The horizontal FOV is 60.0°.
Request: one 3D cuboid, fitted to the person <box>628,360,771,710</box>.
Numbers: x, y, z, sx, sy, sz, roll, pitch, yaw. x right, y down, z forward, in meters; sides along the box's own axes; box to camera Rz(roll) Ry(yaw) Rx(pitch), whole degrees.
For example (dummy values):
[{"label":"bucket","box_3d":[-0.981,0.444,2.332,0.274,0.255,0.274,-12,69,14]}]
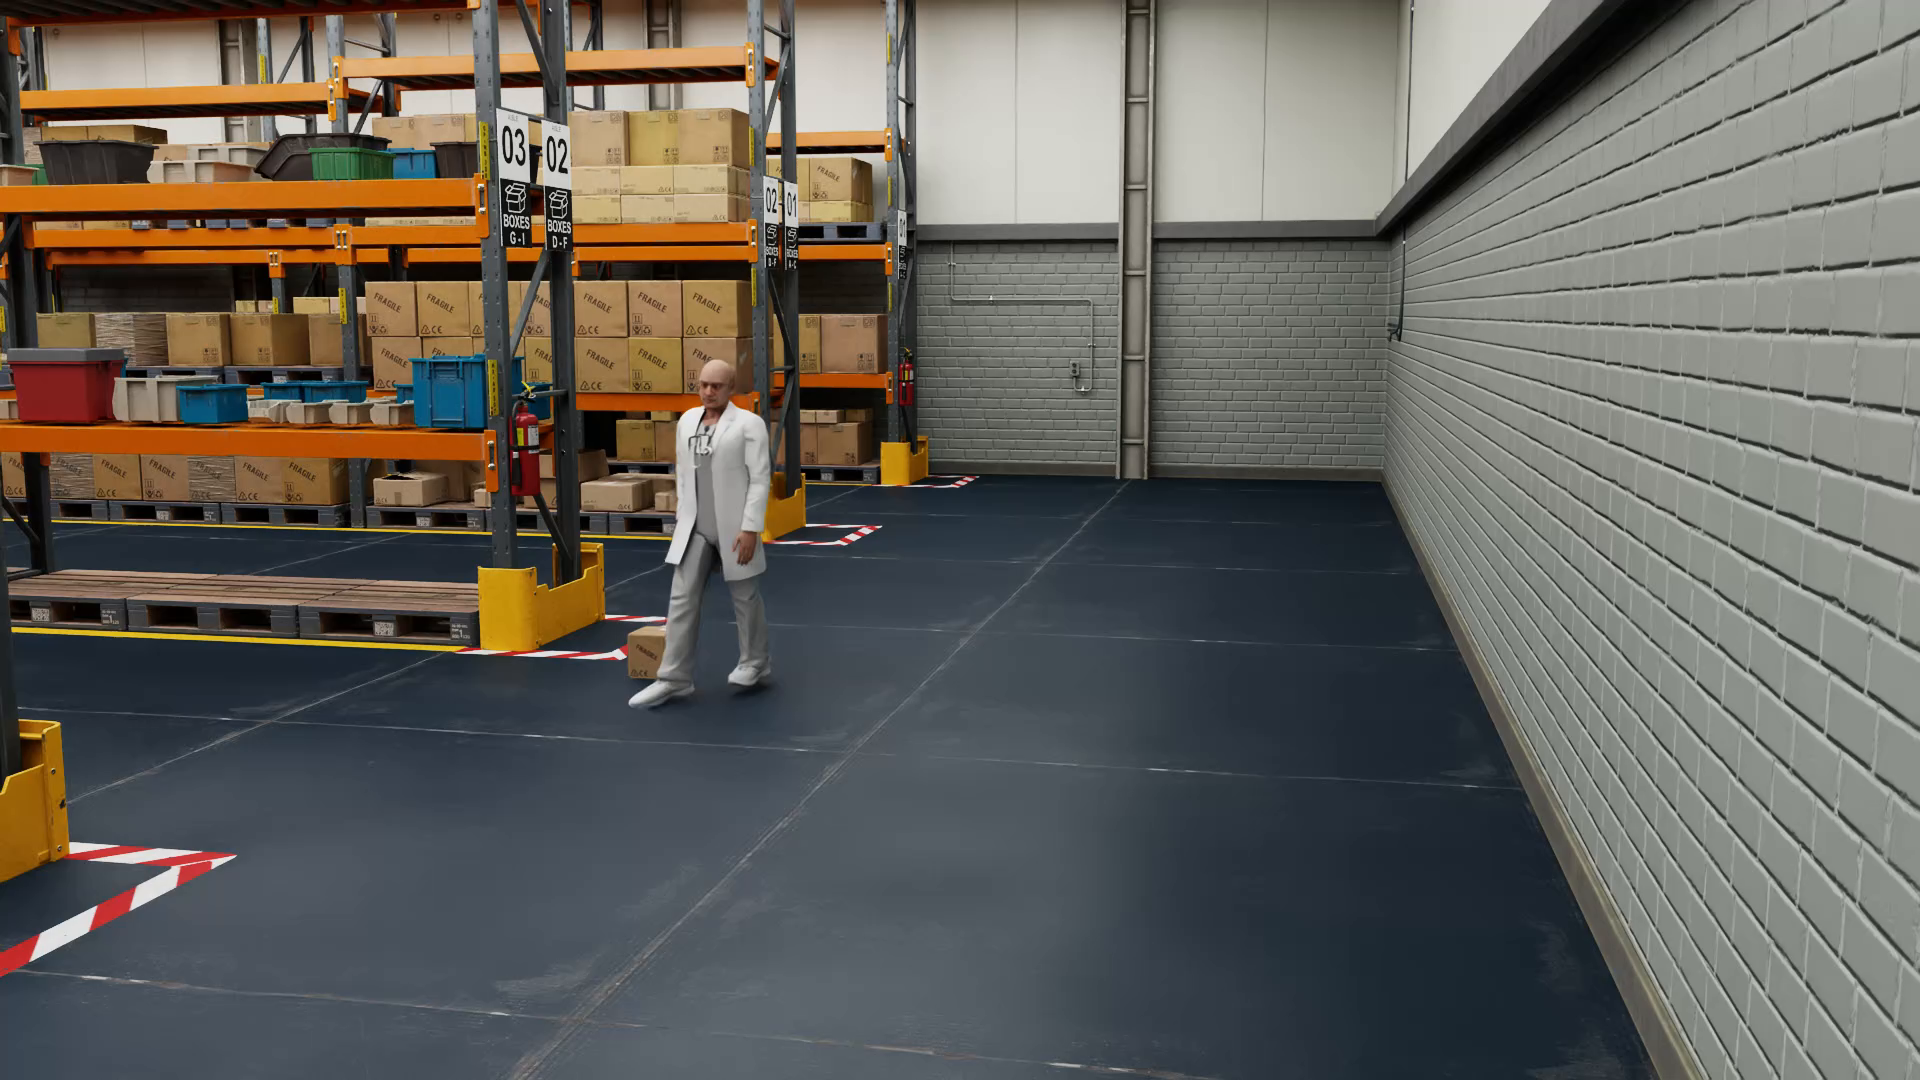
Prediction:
[{"label":"person","box_3d":[-1.274,-0.049,8.694,0.648,1.779,0.835,3,8,19]}]
